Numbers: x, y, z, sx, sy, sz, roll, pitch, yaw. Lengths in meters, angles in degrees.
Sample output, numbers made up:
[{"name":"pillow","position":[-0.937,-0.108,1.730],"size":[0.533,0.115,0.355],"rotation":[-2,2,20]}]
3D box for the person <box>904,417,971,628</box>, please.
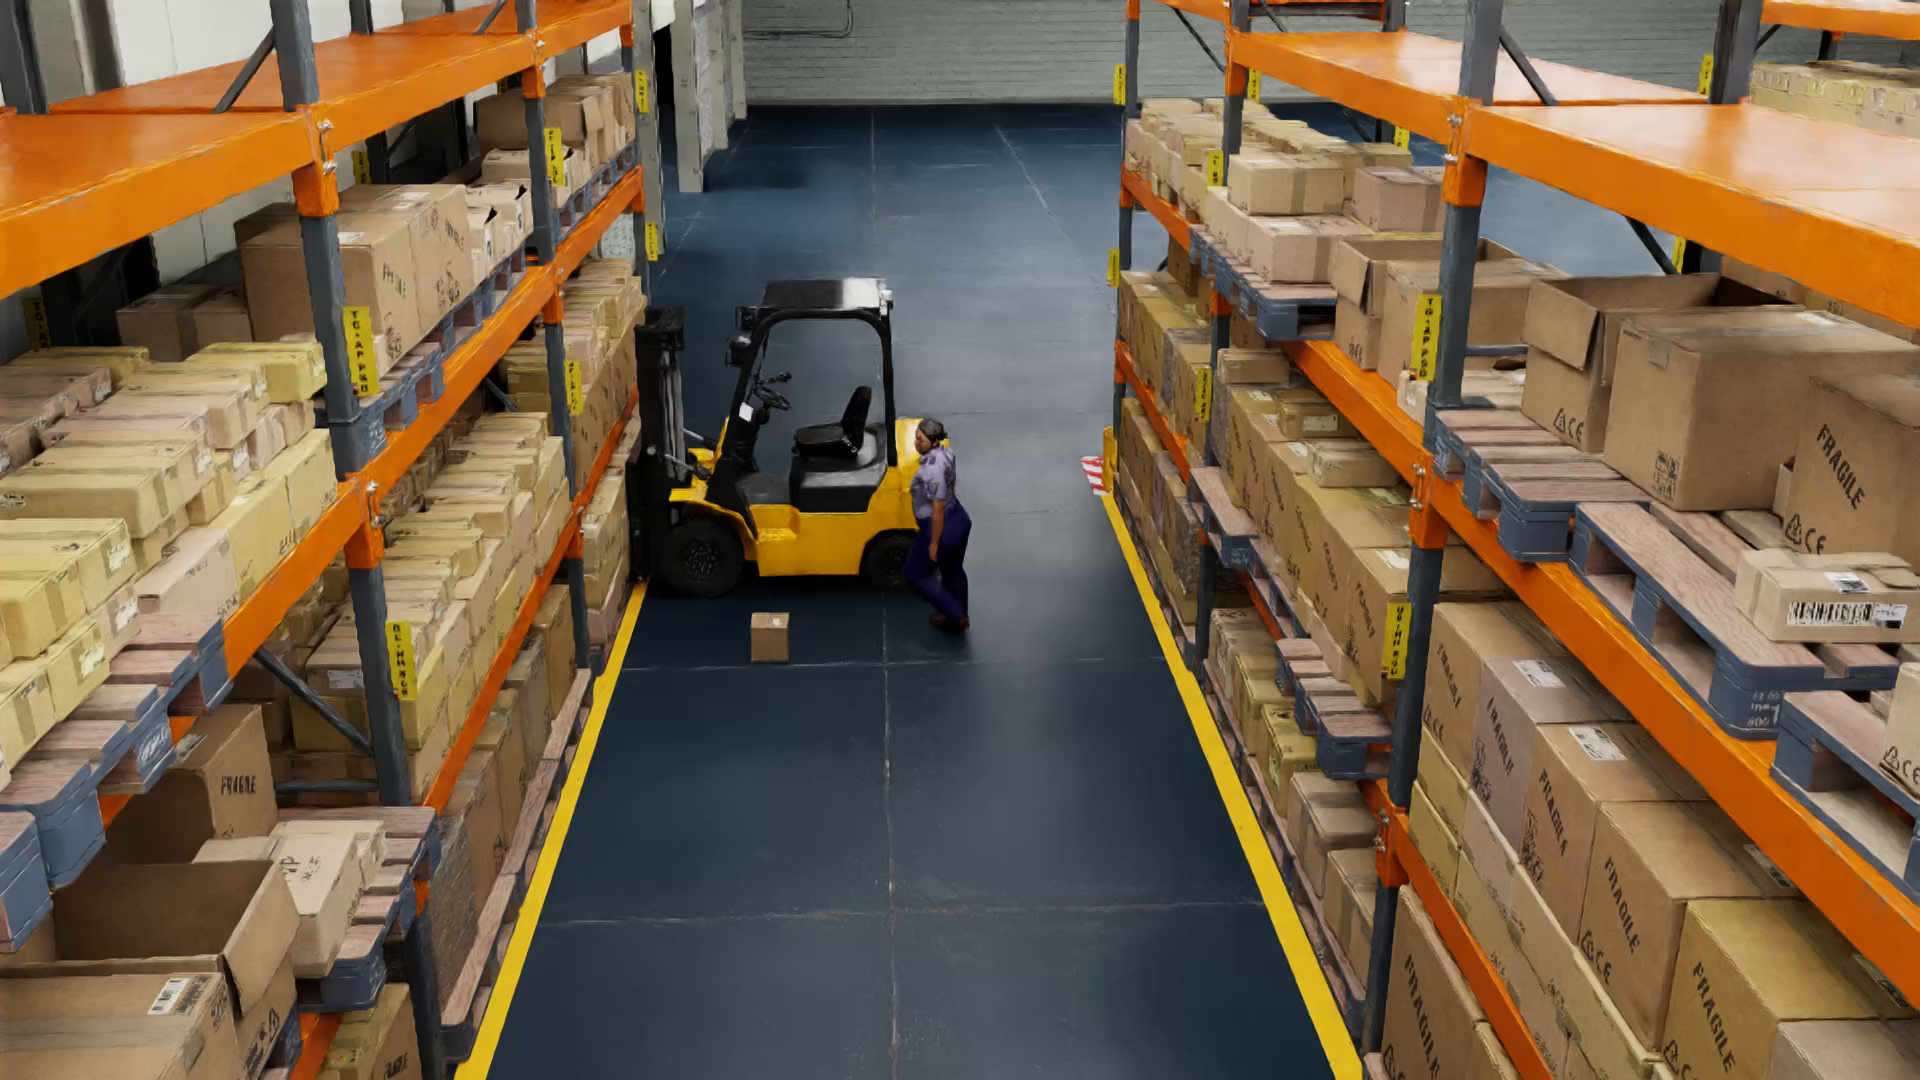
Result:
[{"name":"person","position":[-0.147,-0.080,11.306],"size":[0.434,1.616,0.615],"rotation":[6,21,16]}]
